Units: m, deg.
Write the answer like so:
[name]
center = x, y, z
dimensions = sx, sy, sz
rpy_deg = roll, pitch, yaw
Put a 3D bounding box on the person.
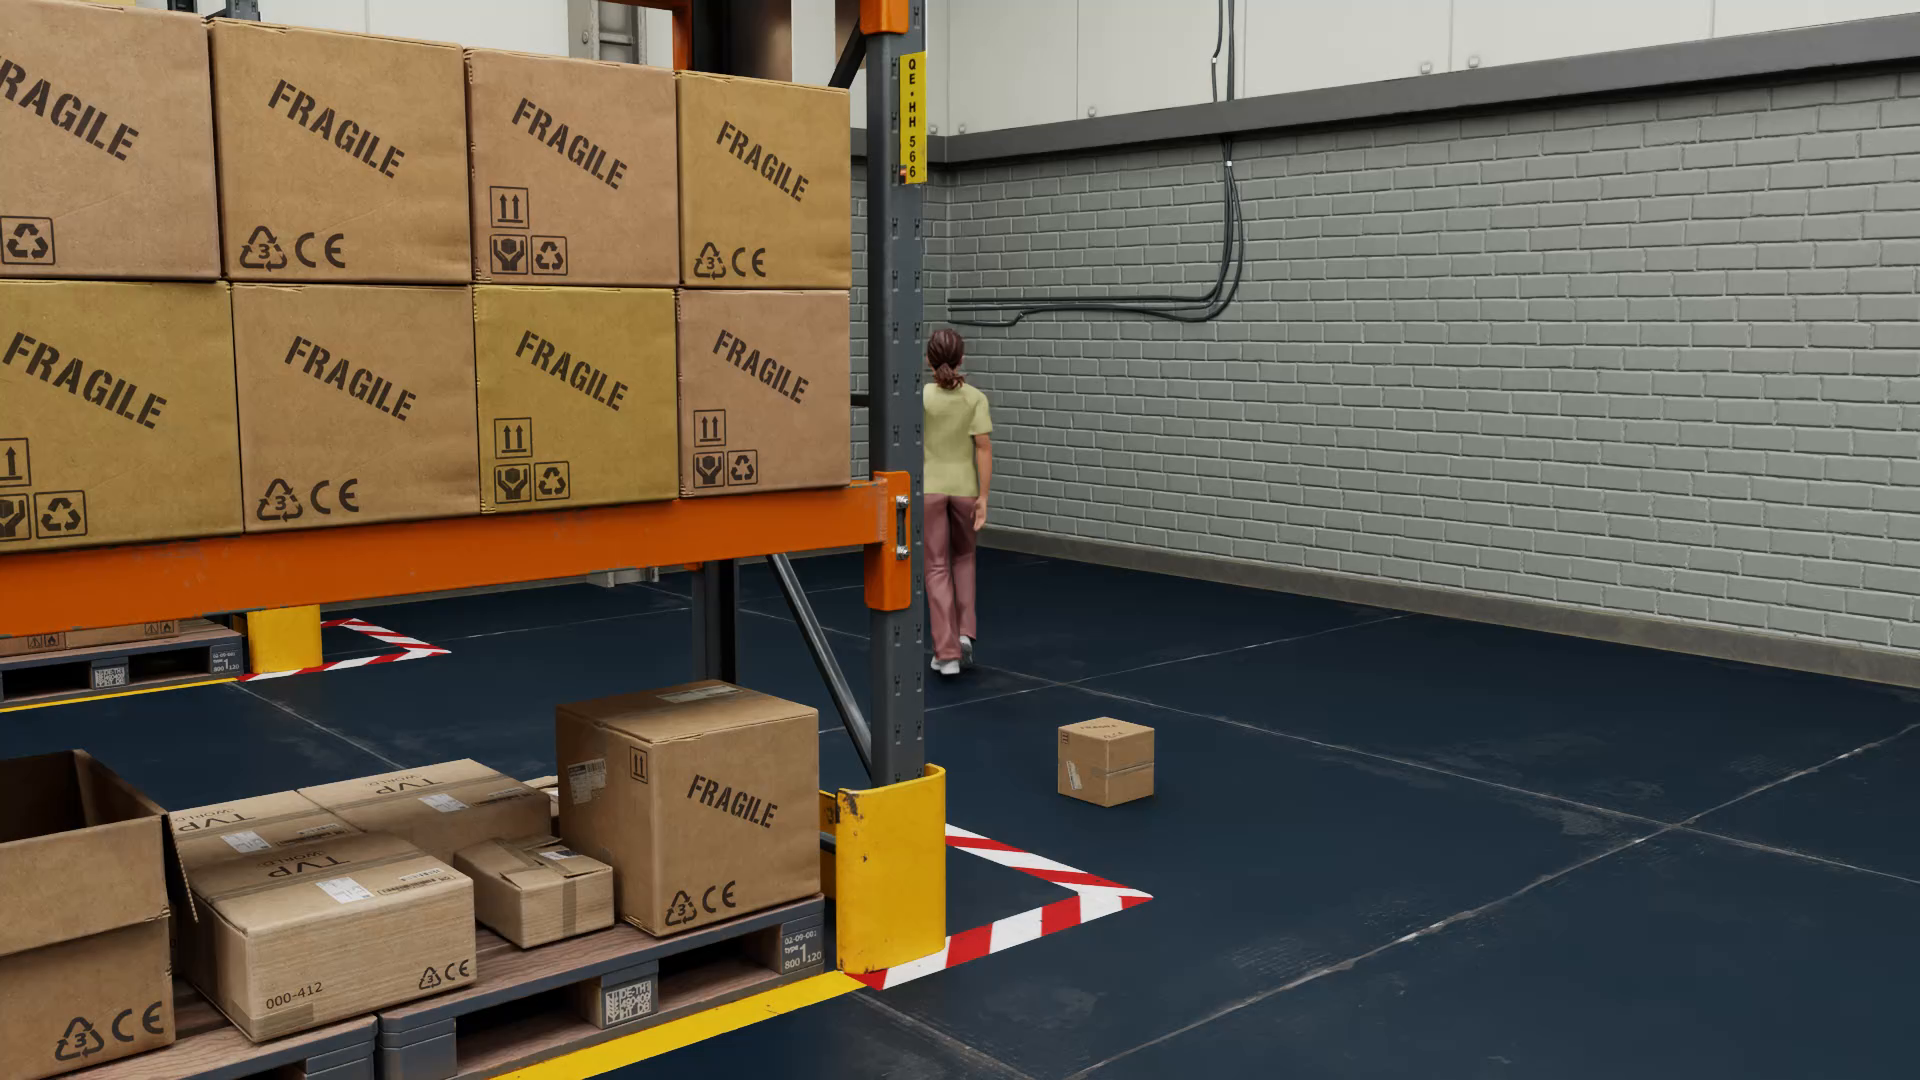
[person]
center = -0.084, -0.164, 8.102
dimensions = 0.445, 1.722, 0.500
rpy_deg = -2, 8, -13
